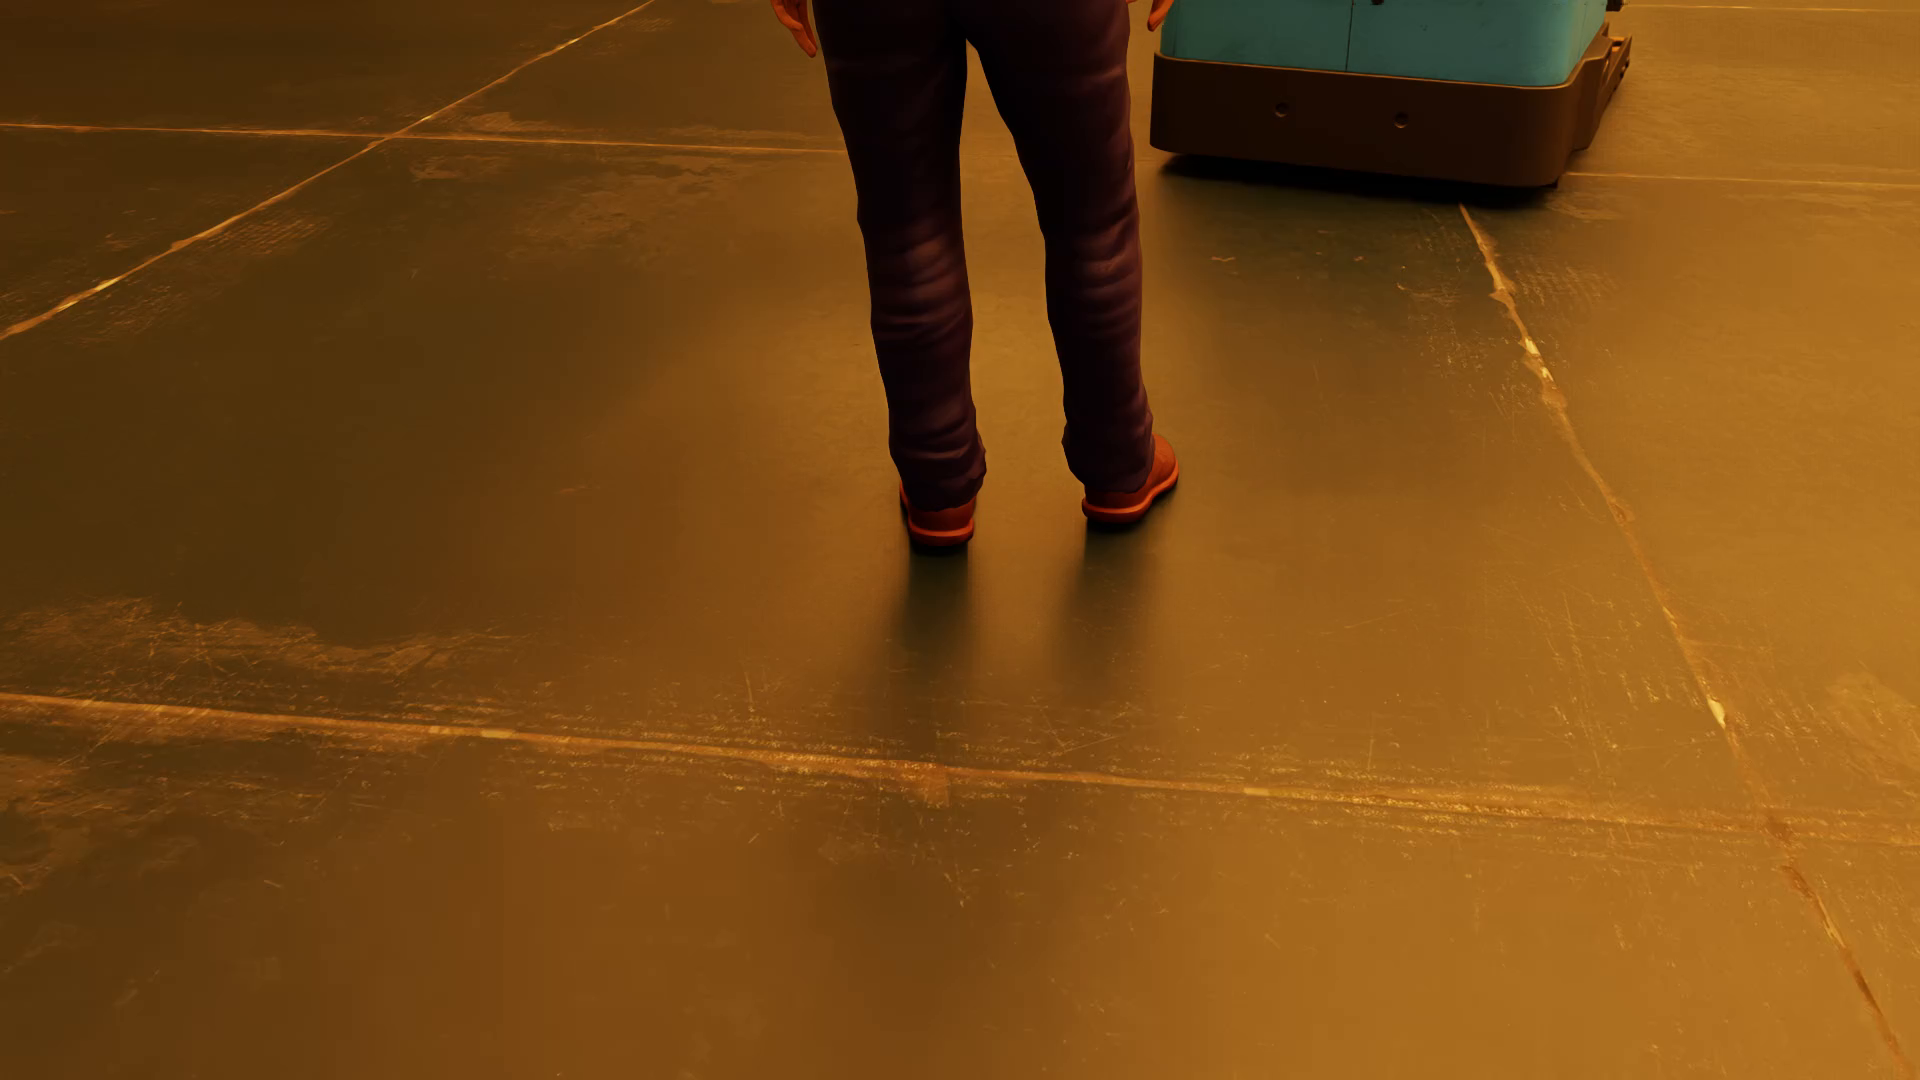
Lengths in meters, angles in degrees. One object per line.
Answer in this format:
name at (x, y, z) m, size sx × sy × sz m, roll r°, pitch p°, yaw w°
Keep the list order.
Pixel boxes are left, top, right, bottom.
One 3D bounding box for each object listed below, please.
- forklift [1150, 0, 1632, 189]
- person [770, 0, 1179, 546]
forklift at (1.579, -2.805, 4.841) m, size 1.130 × 2.935 × 3.031 m, roll 11°, pitch 29°, yaw 22°
person at (0.035, -0.777, 2.209) m, size 0.598 × 1.641 × 0.501 m, roll 3°, pitch 27°, yaw 7°
